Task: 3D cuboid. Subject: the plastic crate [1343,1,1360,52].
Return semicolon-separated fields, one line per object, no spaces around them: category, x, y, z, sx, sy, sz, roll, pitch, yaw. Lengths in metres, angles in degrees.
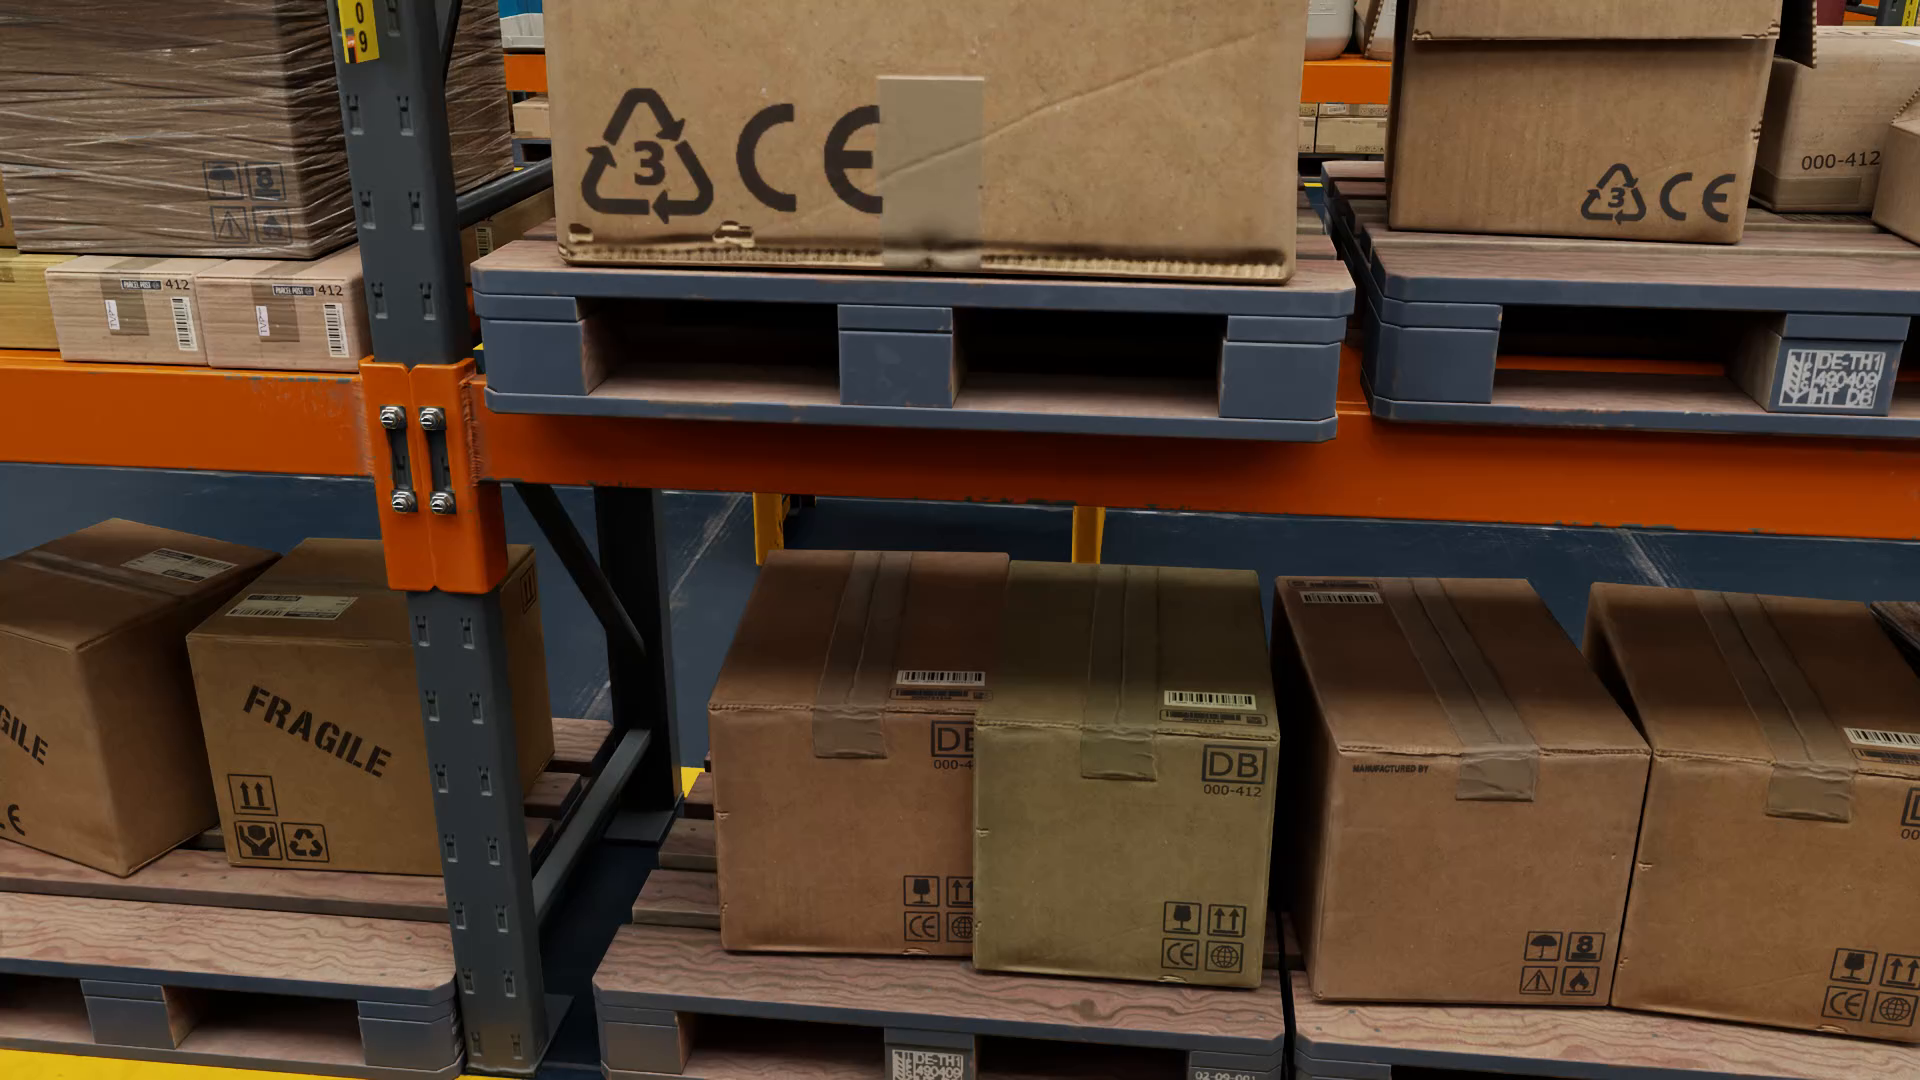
plastic crate;1.576;-2.349;7.589;0.662;0.188;0.450;2;22;6

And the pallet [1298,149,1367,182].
pallet;2.351;-2.862;12.391;1.213;0.211;1.003;2;22;6

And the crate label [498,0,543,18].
crate label;-2.299;-2.628;7.959;0.616;0.435;0.502;2;22;6

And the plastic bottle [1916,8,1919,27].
plastic bottle;4.238;-2.330;7.413;0.133;0.283;0.061;2;22;6

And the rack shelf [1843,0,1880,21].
rack shelf;6.358;-3.634;11.529;4.000;0.370;1.077;2;22;6

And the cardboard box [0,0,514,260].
cardboard box;-1.209;-0.838;2.939;0.500;0.500;0.875;2;22;6

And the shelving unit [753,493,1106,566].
shelving unit;-0.076;-0.701;5.172;1.083;1.500;0.587;2;22;6

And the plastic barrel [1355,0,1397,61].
plastic barrel;1.896;-2.311;7.020;0.433;0.535;0.433;0;22;0

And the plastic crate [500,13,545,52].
plastic crate;-1.829;-2.275;7.472;0.437;0.136;0.530;2;22;6

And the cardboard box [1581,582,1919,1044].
cardboard box;1.419;0.457;3.006;0.500;0.500;0.700;4;22;11

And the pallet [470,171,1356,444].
pallet;-0.028;-0.436;2.723;1.213;0.211;1.003;2;22;6

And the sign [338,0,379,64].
sign;-0.826;-0.815;2.245;0.005;0.325;0.100;2;22;6

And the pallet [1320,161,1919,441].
pallet;1.232;-0.420;2.682;1.213;0.211;1.003;2;22;6

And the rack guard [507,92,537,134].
rack guard;-3.596;-3.239;12.954;0.348;0.500;1.175;2;22;6

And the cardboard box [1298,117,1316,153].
cardboard box;2.299;-2.970;12.041;0.500;0.250;0.500;3;22;7

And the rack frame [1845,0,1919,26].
rack frame;3.786;-2.246;7.042;0.127;3.000;1.000;2;22;6

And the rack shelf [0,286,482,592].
rack shelf;-2.756;-0.363;3.257;4.000;0.370;1.077;2;22;6

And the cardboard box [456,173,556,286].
cardboard box;-0.948;-0.613;3.253;0.250;0.149;0.380;2;22;6

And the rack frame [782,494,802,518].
rack frame;-0.590;-0.723;5.229;0.032;1.500;0.500;2;22;6

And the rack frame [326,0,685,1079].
rack frame;-0.769;-0.611;2.906;0.127;3.000;1.000;2;22;6

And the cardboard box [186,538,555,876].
cardboard box;-1.162;0.324;3.369;0.500;0.500;0.500;2;22;5

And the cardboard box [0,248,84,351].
cardboard box;-1.506;-0.443;2.823;0.250;0.149;0.380;2;22;6

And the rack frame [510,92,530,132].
rack frame;-3.572;-4.401;12.492;0.127;3.000;1.000;2;22;6

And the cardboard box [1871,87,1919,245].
cardboard box;1.515;-0.544;2.349;0.258;0.266;0.396;2;22;5

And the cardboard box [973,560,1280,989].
cardboard box;0.309;0.409;3.128;0.500;0.500;0.700;2;22;6

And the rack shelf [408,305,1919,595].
rack shelf;1.217;-0.190;2.819;4.000;0.370;1.077;2;22;6

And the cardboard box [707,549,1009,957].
cardboard box;-0.162;0.381;3.197;0.500;0.500;0.700;1;22;2

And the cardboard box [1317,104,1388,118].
cardboard box;2.805;-3.208;11.880;0.500;0.311;0.500;2;22;6

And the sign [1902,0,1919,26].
sign;3.728;-2.121;6.503;0.005;0.325;0.100;2;22;6

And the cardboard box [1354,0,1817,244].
cardboard box;0.963;-0.813;2.705;0.637;0.503;0.797;5;22;12

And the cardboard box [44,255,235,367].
cardboard box;-1.265;-0.411;2.740;0.250;0.149;0.380;2;22;6

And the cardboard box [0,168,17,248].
cardboard box;-1.701;-0.873;3.026;0.500;0.500;0.875;2;22;6

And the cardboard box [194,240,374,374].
cardboard box;-1.018;-0.396;2.704;0.250;0.149;0.380;2;22;6

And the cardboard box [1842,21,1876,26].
cardboard box;8.263;-4.867;16.023;0.750;0.750;0.750;3;22;7

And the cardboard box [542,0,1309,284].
cardboard box;0.003;-1.000;2.502;1.000;1.000;1.000;3;22;7

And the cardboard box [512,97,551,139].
cardboard box;-3.066;-3.213;12.656;0.500;0.250;0.500;2;22;6

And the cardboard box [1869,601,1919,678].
cardboard box;1.983;0.479;2.950;0.500;0.500;0.700;1;22;2

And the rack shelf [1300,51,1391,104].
rack shelf;1.800;-1.998;7.393;4.000;0.370;1.077;2;22;6

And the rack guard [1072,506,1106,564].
rack guard;0.419;-0.098;5.348;0.087;0.250;0.587;2;22;6

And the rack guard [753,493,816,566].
rack guard;-0.570;-0.141;5.457;0.087;0.250;0.587;2;22;6

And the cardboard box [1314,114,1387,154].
cardboard box;2.810;-2.949;11.988;0.500;0.250;0.500;3;22;8

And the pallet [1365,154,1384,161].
pallet;3.559;-2.808;12.255;1.213;0.211;1.003;2;22;6

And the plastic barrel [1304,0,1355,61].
plastic barrel;1.466;-2.329;7.067;0.433;0.535;0.433;0;22;0

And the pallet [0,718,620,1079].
pallet;-1.441;0.669;3.459;1.213;0.211;1.003;2;22;6

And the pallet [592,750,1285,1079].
pallet;0.004;0.719;3.335;1.213;0.211;1.003;2;22;6

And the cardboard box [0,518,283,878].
cardboard box;-1.732;0.302;3.425;0.500;0.500;0.500;10;24;23

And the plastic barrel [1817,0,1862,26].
plastic barrel;3.289;-2.219;6.788;0.708;0.536;0.600;2;22;6

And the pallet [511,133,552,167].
pallet;-2.808;-3.086;12.959;1.213;0.211;1.003;2;22;6

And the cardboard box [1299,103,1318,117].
cardboard box;2.308;-3.230;11.937;0.500;0.311;0.500;3;22;8

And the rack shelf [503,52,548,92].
rack shelf;-2.173;-2.171;7.831;4.000;0.370;1.077;2;22;6

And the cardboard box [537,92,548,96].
cardboard box;-3.005;-3.752;12.998;0.500;0.500;0.500;2;22;6

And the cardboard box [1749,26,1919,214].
cardboard box;1.565;-0.720;2.814;0.500;0.250;0.500;2;22;5

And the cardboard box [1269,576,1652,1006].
cardboard box;0.865;0.433;3.067;0.500;0.500;0.700;1;22;2

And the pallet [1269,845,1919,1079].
pallet;1.219;0.771;3.203;1.213;0.211;1.003;2;22;6
